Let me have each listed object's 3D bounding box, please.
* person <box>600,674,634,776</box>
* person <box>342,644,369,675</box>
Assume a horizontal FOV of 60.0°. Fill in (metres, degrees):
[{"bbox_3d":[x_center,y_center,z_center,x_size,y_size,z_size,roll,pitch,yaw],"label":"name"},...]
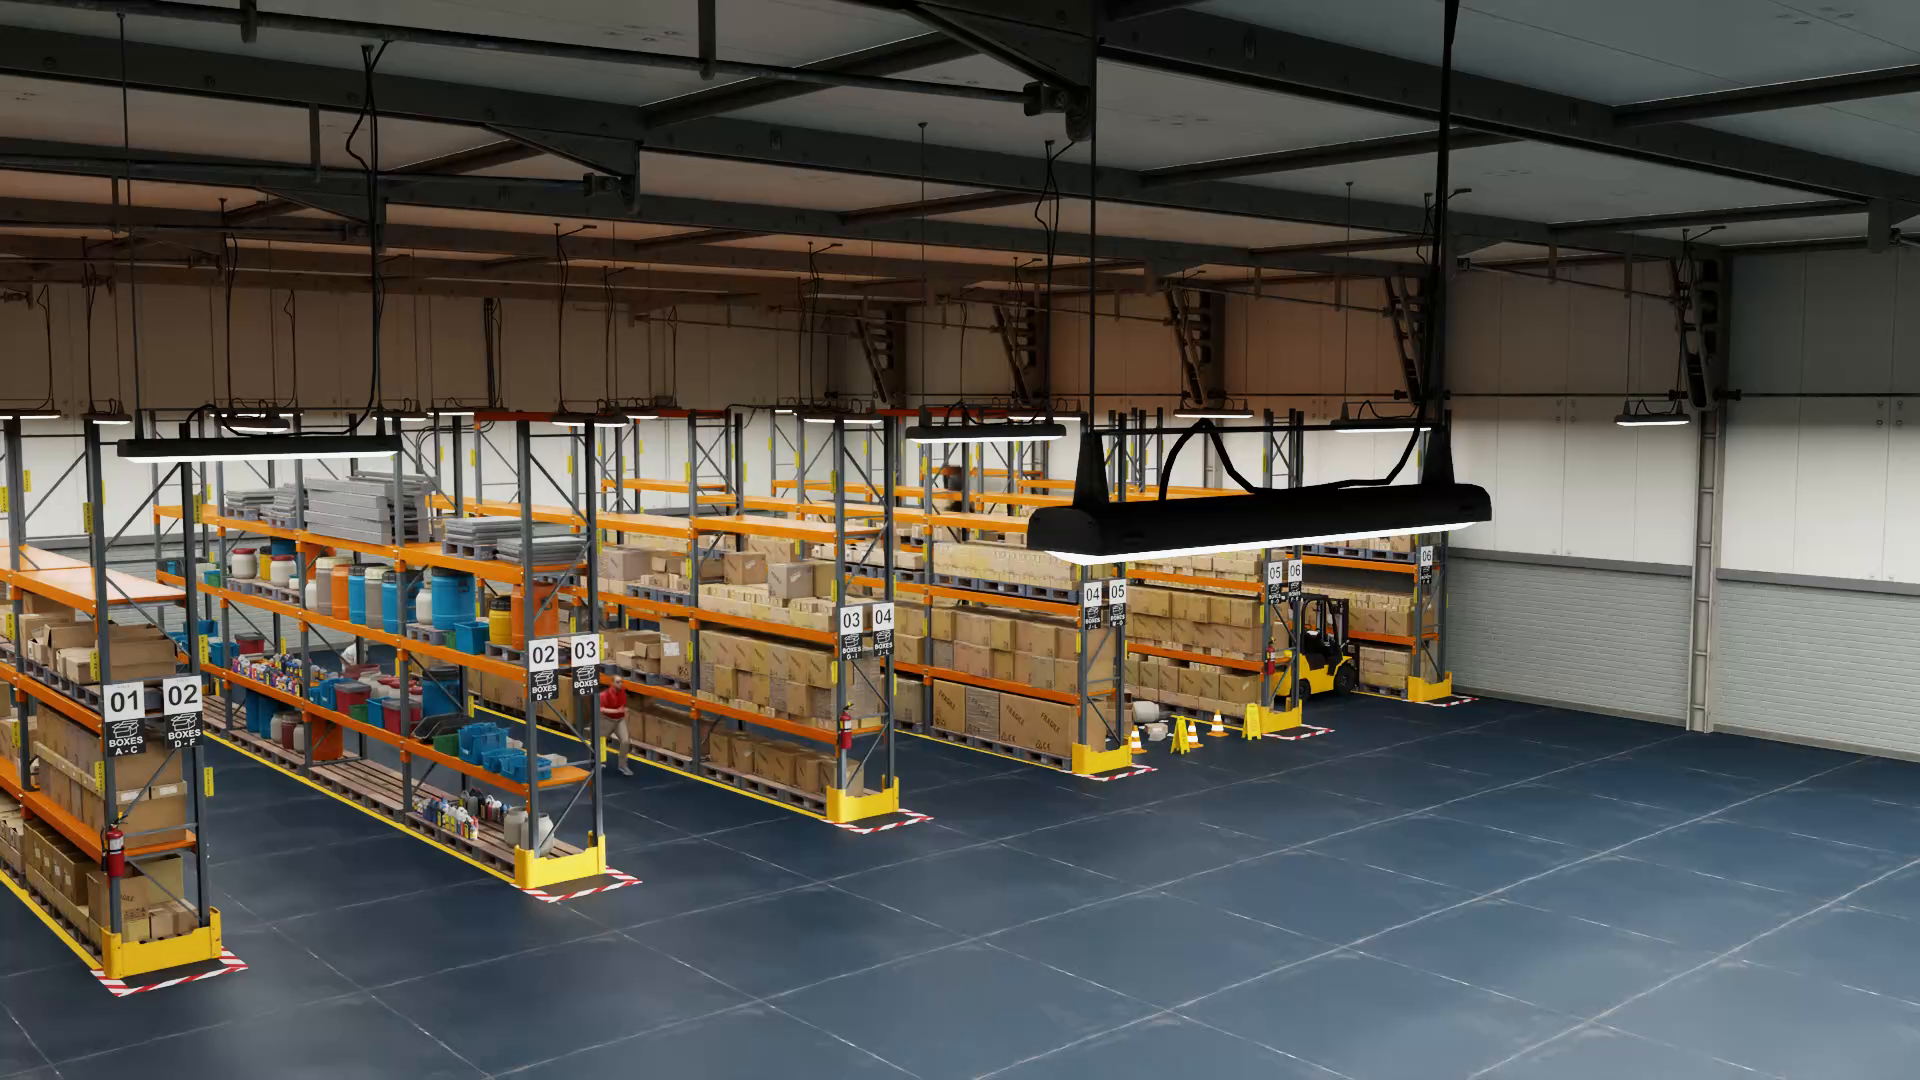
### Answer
[{"bbox_3d":[-5.794,3.062,27.711,0.667,1.709,1.002,-5,7,-44],"label":"person"},{"bbox_3d":[-12.116,2.684,33.112,0.807,1.316,0.452,3,6,34],"label":"person"}]
